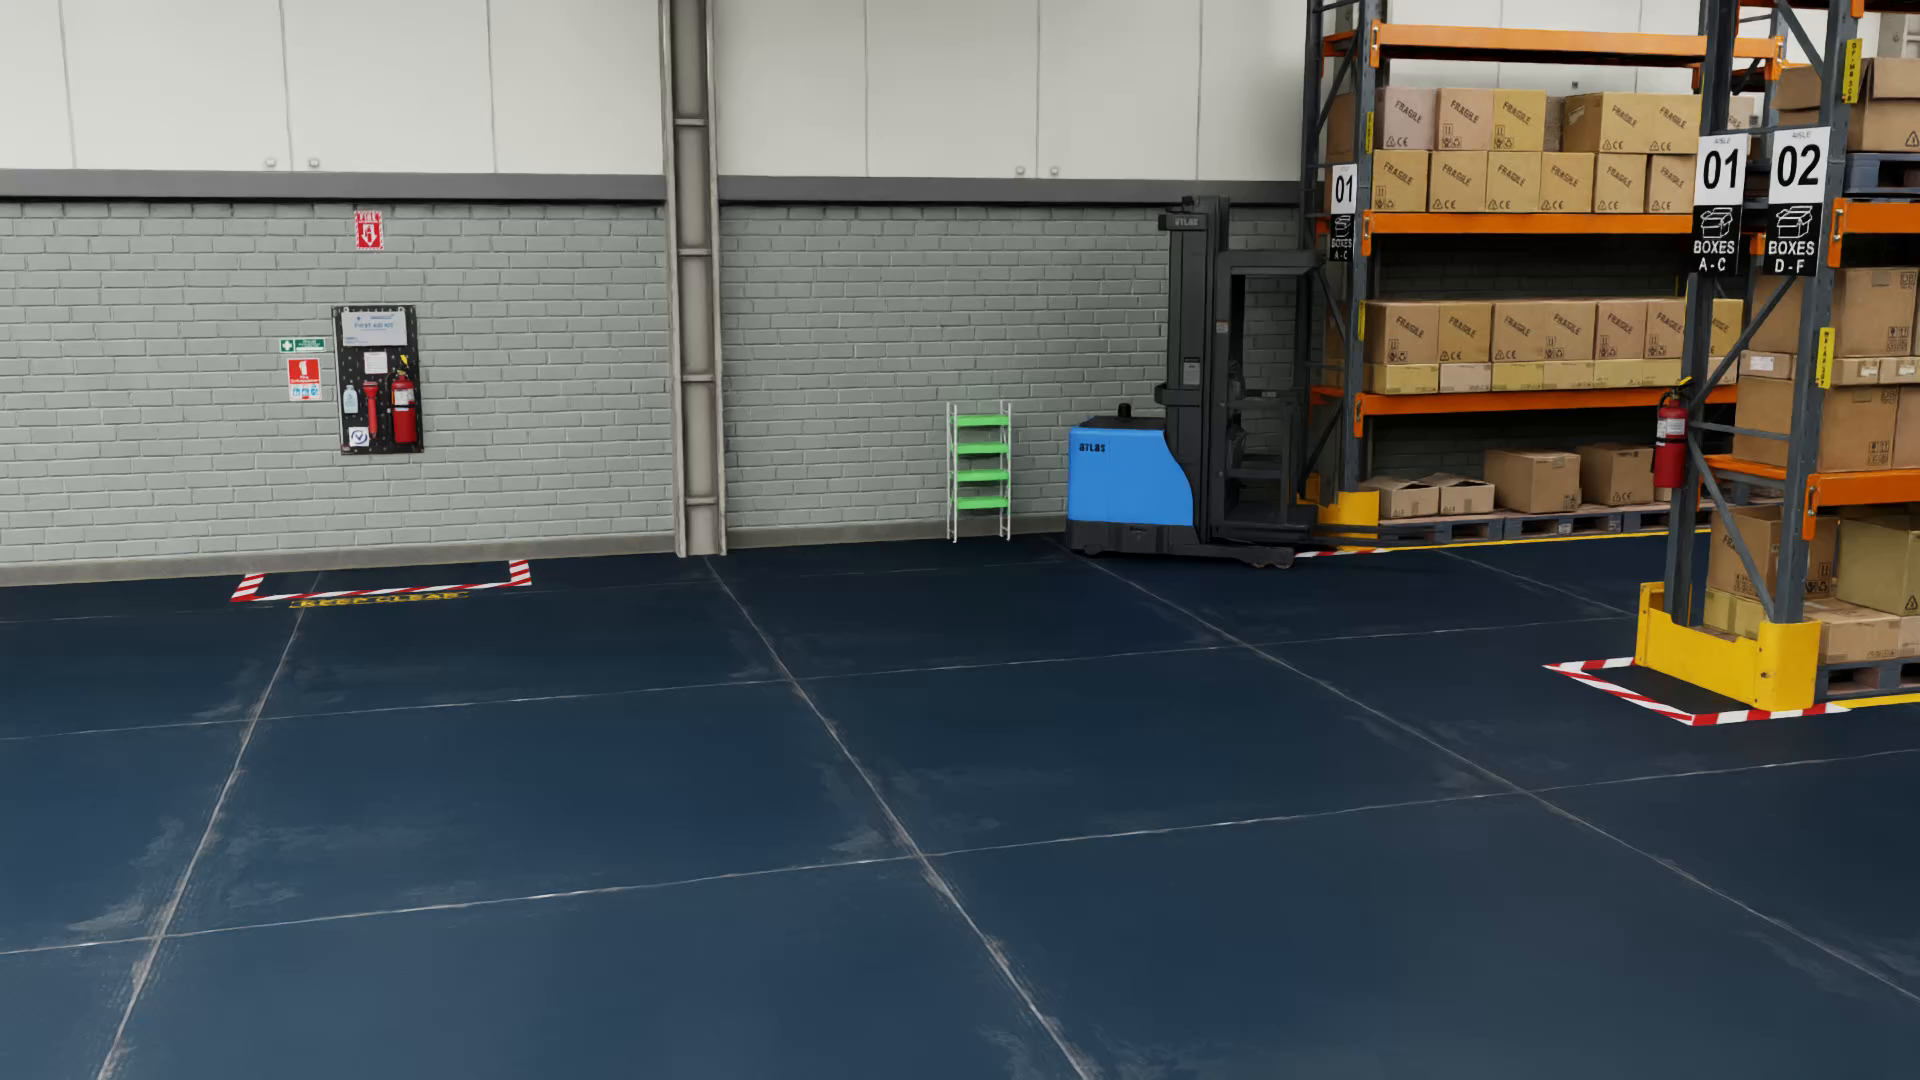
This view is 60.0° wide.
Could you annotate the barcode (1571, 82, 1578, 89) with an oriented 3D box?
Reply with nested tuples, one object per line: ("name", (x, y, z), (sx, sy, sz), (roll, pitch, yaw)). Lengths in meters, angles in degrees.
("barcode", (5.545, -4.099, 14.995), (0.075, 0.075, 0.001), (-3, 11, -16))

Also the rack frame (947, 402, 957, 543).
("rack frame", (-0.071, -0.584, 14.407), (0.015, 1.200, 0.240), (-3, 11, -16))

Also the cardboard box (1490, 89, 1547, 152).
("cardboard box", (4.581, -3.530, 14.060), (0.500, 0.500, 0.500), (-3, 11, -14))

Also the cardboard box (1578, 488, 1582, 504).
("cardboard box", (5.458, -0.422, 15.212), (0.250, 0.149, 0.380), (-4, 11, -21))

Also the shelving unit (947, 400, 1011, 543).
("shelving unit", (0.162, -0.597, 14.476), (0.503, 1.200, 0.258), (-3, 11, -16))

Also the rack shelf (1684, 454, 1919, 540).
("rack shelf", (6.467, -0.369, 10.253), (4.000, 0.370, 1.077), (-3, 11, -16))

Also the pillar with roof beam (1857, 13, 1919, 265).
("pillar with roof beam", (10.553, -4.174, 12.365), (0.400, 9.000, 9.100), (-3, 11, -16))

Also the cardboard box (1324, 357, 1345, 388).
("cardboard box", (3.553, -1.476, 14.638), (0.500, 0.250, 0.500), (-3, 11, -15))

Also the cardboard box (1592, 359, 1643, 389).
("cardboard box", (5.670, -1.492, 14.728), (0.500, 0.250, 0.500), (-3, 11, -16))

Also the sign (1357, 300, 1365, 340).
("sign", (3.311, -1.814, 13.724), (0.005, 0.325, 0.100), (-3, 11, -16))

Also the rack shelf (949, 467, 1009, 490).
("rack shelf", (0.162, -0.534, 14.488), (0.480, 0.148, 0.258), (-3, 11, -16))

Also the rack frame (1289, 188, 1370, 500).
("rack frame", (3.159, -1.483, 14.315), (0.127, 3.000, 1.000), (-3, 11, -16))

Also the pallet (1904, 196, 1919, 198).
("pallet", (6.407, -2.147, 9.883), (1.213, 0.211, 1.003), (-3, 11, -16))

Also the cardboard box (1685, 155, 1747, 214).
("cardboard box", (6.581, -3.151, 14.759), (0.500, 0.500, 0.500), (-3, 11, -14))

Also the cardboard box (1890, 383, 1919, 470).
("cardboard box", (5.502, -0.720, 9.894), (0.500, 0.500, 0.700), (-3, 11, -14))

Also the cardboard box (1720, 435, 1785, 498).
("cardboard box", (7.702, -0.712, 15.819), (0.500, 0.500, 0.700), (-3, 11, -14))

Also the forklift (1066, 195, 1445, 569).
("forklift", (2.455, -1.317, 13.606), (3.031, 2.935, 1.130), (3, 11, 15))

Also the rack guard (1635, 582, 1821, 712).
("rack guard", (4.524, 0.609, 9.858), (0.348, 0.500, 1.175), (-3, 11, -16))

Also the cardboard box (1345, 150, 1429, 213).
("cardboard box", (3.550, -2.990, 13.888), (0.500, 0.500, 0.500), (-3, 11, -14))

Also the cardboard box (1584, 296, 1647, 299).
("cardboard box", (5.992, -1.977, 15.288), (0.500, 0.500, 0.500), (-3, 11, -16))

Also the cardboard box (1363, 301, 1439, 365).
("cardboard box", (3.701, -1.759, 14.106), (0.500, 0.500, 0.500), (-3, 11, -16))

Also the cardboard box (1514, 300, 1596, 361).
("cardboard box", (5.169, -1.836, 14.522), (0.500, 0.500, 0.500), (-3, 11, -14))

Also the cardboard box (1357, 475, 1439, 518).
("cardboard box", (3.848, -0.396, 14.624), (0.500, 0.311, 0.500), (-4, 11, -22))

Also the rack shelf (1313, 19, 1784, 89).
("rack shelf", (5.079, -4.179, 14.387), (4.000, 0.370, 1.077), (-3, 11, -16))

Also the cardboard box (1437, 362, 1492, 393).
("cardboard box", (4.211, -1.417, 14.317), (0.500, 0.250, 0.500), (-3, 11, -18))

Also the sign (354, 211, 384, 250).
("sign", (-4.591, -2.403, 12.913), (0.199, 0.298, 0.001), (-3, 11, -16))

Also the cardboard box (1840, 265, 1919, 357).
("cardboard box", (5.553, -1.360, 9.792), (0.500, 0.500, 0.700), (-3, 11, -17))

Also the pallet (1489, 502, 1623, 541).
("pallet", (5.191, -0.211, 15.110), (1.213, 0.211, 1.003), (-3, 11, -16))

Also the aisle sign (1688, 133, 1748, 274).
("aisle sign", (4.402, -1.948, 9.662), (0.004, 0.787, 0.394), (-3, 11, -16))

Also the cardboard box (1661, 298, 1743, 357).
("cardboard box", (6.632, -1.912, 14.936), (0.500, 0.500, 0.500), (-3, 11, -16))

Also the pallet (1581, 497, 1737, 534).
("pallet", (6.364, -0.273, 15.449), (1.213, 0.211, 1.003), (-3, 11, -16))

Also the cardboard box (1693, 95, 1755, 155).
("cardboard box", (6.594, -3.638, 14.648), (0.500, 0.500, 0.500), (-4, 11, -21))

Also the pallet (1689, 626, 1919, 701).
("pallet", (5.270, 0.704, 10.140), (1.213, 0.211, 1.003), (-3, 11, -16))

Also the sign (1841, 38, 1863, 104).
("sign", (4.696, -2.469, 8.755), (0.005, 0.325, 0.100), (-3, 11, -16))

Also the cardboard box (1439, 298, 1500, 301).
("cardboard box", (4.533, -1.899, 14.864), (0.500, 0.500, 0.500), (-3, 11, -18))

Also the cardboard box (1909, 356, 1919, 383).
("cardboard box", (5.477, -0.998, 9.617), (0.250, 0.149, 0.380), (-3, 11, -16))

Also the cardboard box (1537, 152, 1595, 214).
("cardboard box", (5.081, -3.069, 14.316), (0.500, 0.500, 0.500), (-2, 11, -12))

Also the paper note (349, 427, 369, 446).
("paper note", (-4.744, -0.816, 13.128), (0.142, 0.148, 0.016), (-3, 11, -16))

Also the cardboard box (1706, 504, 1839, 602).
("cardboard box", (4.979, 0.076, 10.210), (0.500, 0.500, 0.500), (-3, 11, -16))

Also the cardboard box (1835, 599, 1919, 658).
("cardboard box", (5.603, 0.510, 9.927), (0.500, 0.250, 0.500), (-3, 11, -16))

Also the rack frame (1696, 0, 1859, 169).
("rack frame", (4.547, -3.572, 9.095), (0.127, 3.000, 1.000), (-3, 11, -16))
